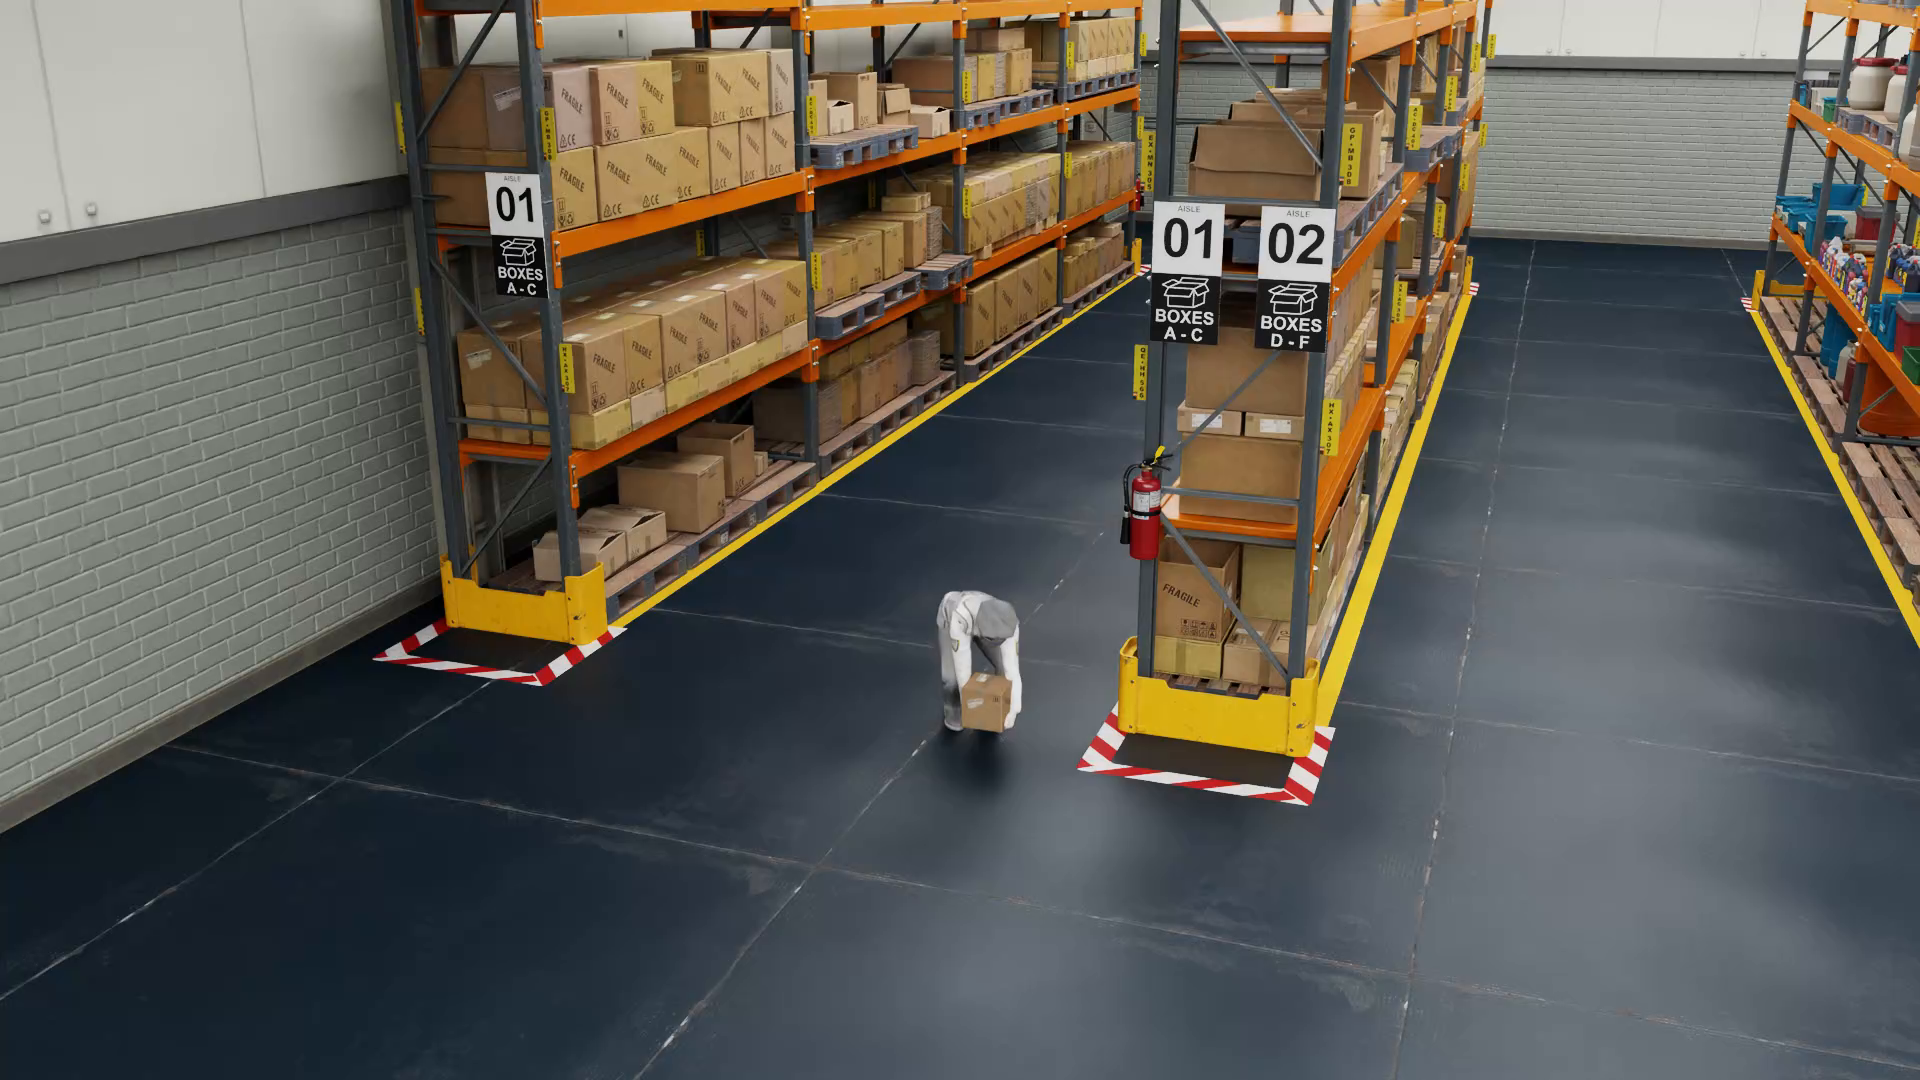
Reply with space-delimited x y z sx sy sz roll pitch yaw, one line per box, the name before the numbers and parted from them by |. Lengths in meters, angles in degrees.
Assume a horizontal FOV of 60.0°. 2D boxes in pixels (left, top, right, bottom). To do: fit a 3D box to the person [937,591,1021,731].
person | 0.111 0.718 10.031 0.454 0.974 0.908 -4 19 -12
